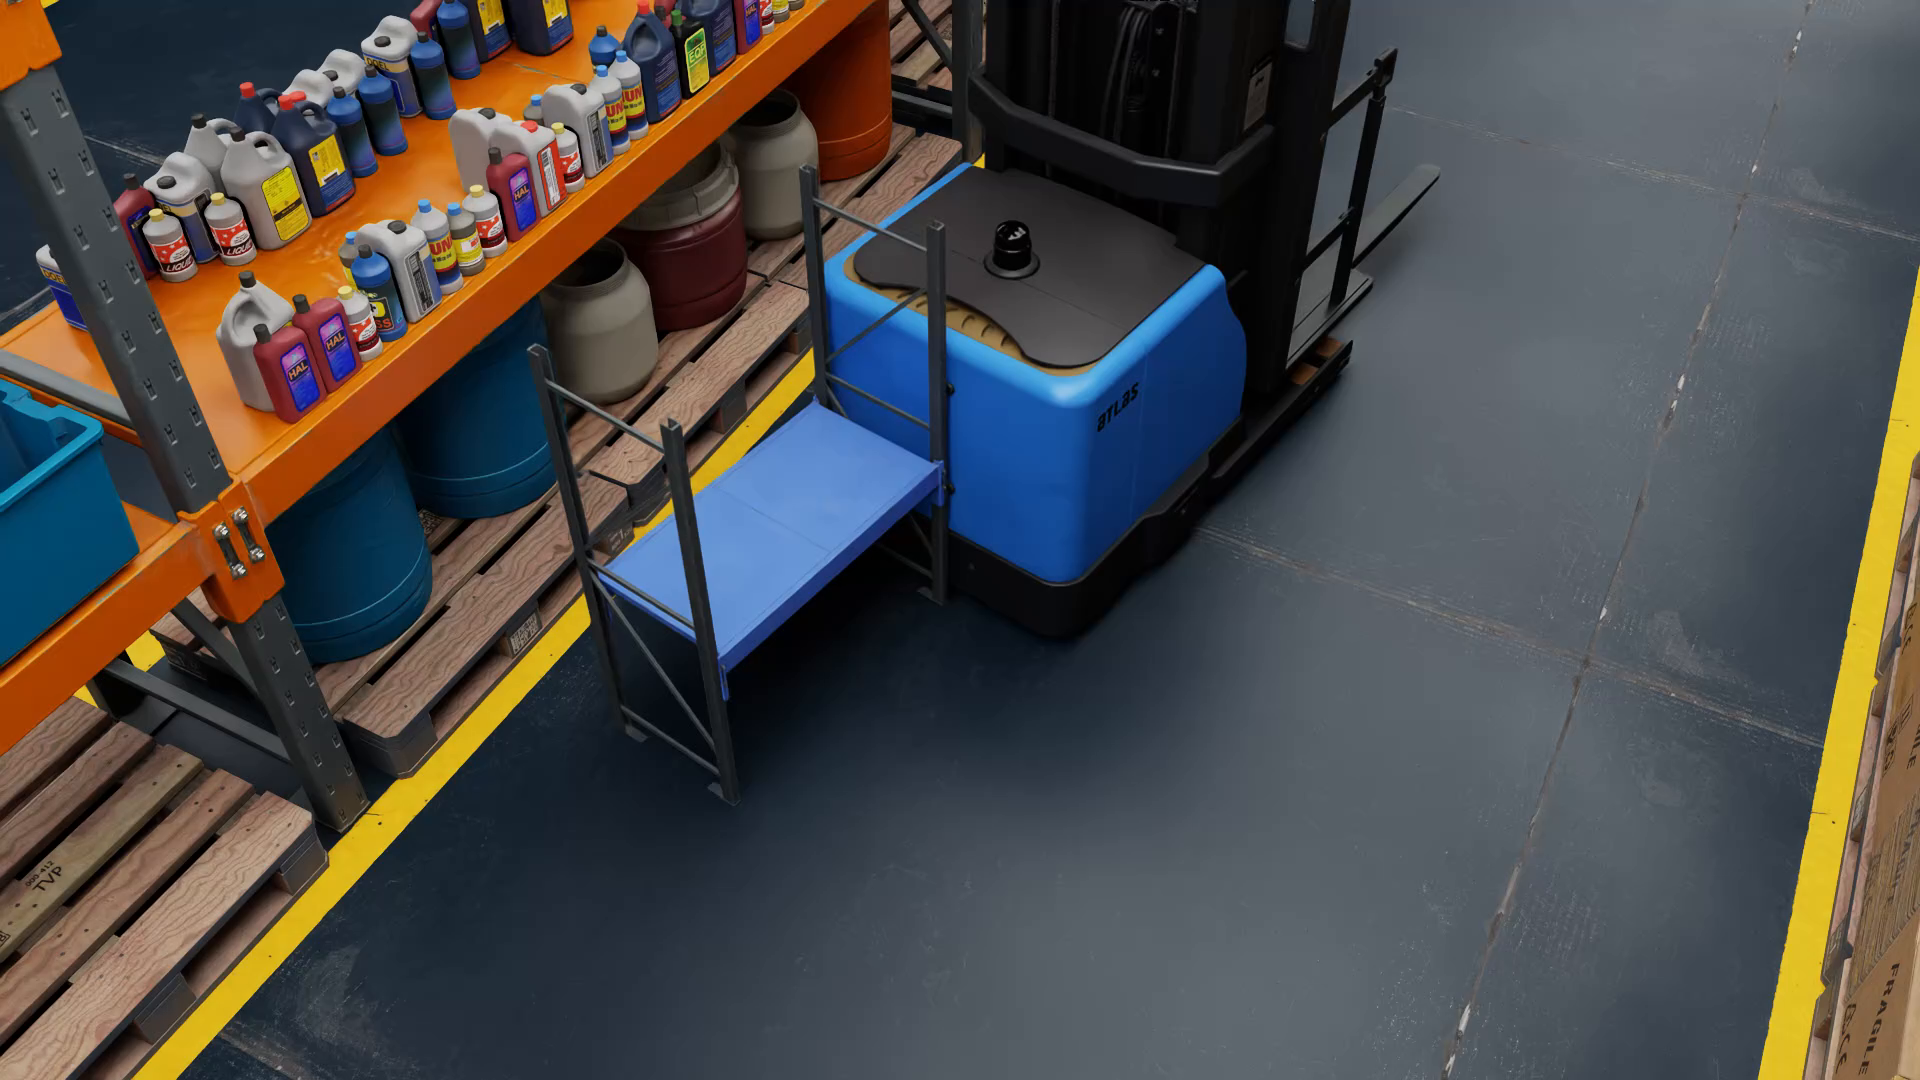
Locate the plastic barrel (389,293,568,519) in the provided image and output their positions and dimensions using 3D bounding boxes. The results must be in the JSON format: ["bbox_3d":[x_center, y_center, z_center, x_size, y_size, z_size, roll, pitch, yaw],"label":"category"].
[{"bbox_3d":[-1.633,-0.582,5.397,0.600,0.901,0.708,20,49,19],"label":"plastic barrel"}]

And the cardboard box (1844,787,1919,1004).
[{"bbox_3d":[2.602,0.943,4.158,0.500,0.500,0.500,21,49,20],"label":"cardboard box"}]

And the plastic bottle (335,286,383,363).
[{"bbox_3d":[-1.582,-0.572,4.346,0.097,0.201,0.097,0,45,0],"label":"plastic bottle"}]

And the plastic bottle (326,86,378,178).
[{"bbox_3d":[-1.810,-1.217,4.935,0.097,0.271,0.097,0,45,0],"label":"plastic bottle"}]

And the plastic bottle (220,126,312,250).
[{"bbox_3d":[-1.965,-1.011,4.675,0.144,0.351,0.185,20,49,19],"label":"plastic bottle"}]

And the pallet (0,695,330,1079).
[{"bbox_3d":[-2.536,1.067,4.547,1.003,0.211,1.213,20,49,19],"label":"pallet"}]

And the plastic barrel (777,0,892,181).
[{"bbox_3d":[-0.584,-1.980,6.829,0.600,0.830,0.708,20,49,19],"label":"plastic barrel"}]

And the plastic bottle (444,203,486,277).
[{"bbox_3d":[-1.384,-0.841,4.612,0.097,0.201,0.097,0,45,0],"label":"plastic bottle"}]

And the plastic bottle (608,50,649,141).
[{"bbox_3d":[-1.016,-1.365,5.080,0.097,0.271,0.097,0,45,0],"label":"plastic bottle"}]

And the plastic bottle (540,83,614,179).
[{"bbox_3d":[-1.139,-1.241,4.955,0.152,0.276,0.135,20,49,19],"label":"plastic bottle"}]

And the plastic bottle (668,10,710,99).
[{"bbox_3d":[-0.860,-1.552,5.257,0.061,0.283,0.133,20,49,19],"label":"plastic bottle"}]

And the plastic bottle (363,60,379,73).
[{"bbox_3d":[-1.837,-1.389,5.154,0.097,0.201,0.097,0,45,0],"label":"plastic bottle"}]

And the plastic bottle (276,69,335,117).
[{"bbox_3d":[-1.929,-1.249,4.962,0.152,0.276,0.135,20,49,19],"label":"plastic bottle"}]

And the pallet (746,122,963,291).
[{"bbox_3d":[-0.701,-1.418,7.004,1.003,0.211,1.213,20,49,19],"label":"pallet"}]

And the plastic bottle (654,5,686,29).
[{"bbox_3d":[-0.914,-1.572,5.277,0.061,0.283,0.133,20,49,19],"label":"plastic bottle"}]

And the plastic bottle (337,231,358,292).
[{"bbox_3d":[-1.626,-0.745,4.517,0.097,0.201,0.097,0,45,0],"label":"plastic bottle"}]

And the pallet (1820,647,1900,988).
[{"bbox_3d":[3.066,0.932,4.680,1.003,0.211,1.213,20,49,19],"label":"pallet"}]

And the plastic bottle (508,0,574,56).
[{"bbox_3d":[-1.384,-1.788,5.442,0.144,0.351,0.185,20,49,19],"label":"plastic bottle"}]

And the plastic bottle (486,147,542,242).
[{"bbox_3d":[-1.269,-0.998,4.709,0.061,0.283,0.133,20,49,19],"label":"plastic bottle"}]

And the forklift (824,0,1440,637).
[{"bbox_3d":[0.833,-1.720,5.389,1.130,2.935,3.031,28,52,25],"label":"forklift"}]

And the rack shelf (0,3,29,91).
[{"bbox_3d":[-3.158,0.069,1.970,1.077,0.370,4.000,20,49,19],"label":"rack shelf"}]

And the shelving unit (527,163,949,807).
[{"bbox_3d":[-0.555,-0.133,4.827,0.538,1.500,1.048,28,52,25],"label":"shelving unit"}]

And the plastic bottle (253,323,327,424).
[{"bbox_3d":[-1.681,-0.438,4.156,0.061,0.283,0.133,20,49,19],"label":"plastic bottle"}]

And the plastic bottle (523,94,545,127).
[{"bbox_3d":[-1.258,-1.244,5.010,0.097,0.201,0.097,0,45,0],"label":"plastic bottle"}]

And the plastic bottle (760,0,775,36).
[{"bbox_3d":[-0.675,-1.802,5.562,0.097,0.201,0.097,0,45,0],"label":"plastic bottle"}]

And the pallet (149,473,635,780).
[{"bbox_3d":[-1.834,0.119,5.484,1.003,0.211,1.213,20,49,19],"label":"pallet"}]

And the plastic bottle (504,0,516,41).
[{"bbox_3d":[-1.503,-1.826,5.533,0.152,0.276,0.135,20,49,19],"label":"plastic bottle"}]

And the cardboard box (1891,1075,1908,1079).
[{"bbox_3d":[2.132,1.567,3.540,0.500,0.500,0.500,20,49,19],"label":"cardboard box"}]

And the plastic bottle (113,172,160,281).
[{"bbox_3d":[-2.265,-0.864,4.577,0.061,0.283,0.133,20,49,19],"label":"plastic bottle"}]

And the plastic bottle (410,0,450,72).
[{"bbox_3d":[-1.692,-1.643,5.347,0.061,0.283,0.133,20,49,19],"label":"plastic bottle"}]

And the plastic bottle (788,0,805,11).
[{"bbox_3d":[-0.585,-1.925,5.683,0.097,0.201,0.097,0,45,0],"label":"plastic bottle"}]

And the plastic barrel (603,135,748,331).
[{"bbox_3d":[-1.109,-1.184,6.211,0.600,0.588,0.708,20,49,19],"label":"plastic barrel"}]

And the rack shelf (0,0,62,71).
[{"bbox_3d":[-1.301,-2.451,4.460,1.077,0.370,4.000,20,49,19],"label":"rack shelf"}]

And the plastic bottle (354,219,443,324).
[{"bbox_3d":[-1.507,-0.742,4.462,0.152,0.276,0.135,20,49,19],"label":"plastic bottle"}]

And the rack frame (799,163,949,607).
[{"bbox_3d":[-0.247,-0.420,5.111,0.500,1.500,0.032,28,52,25],"label":"rack frame"}]

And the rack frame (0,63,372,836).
[{"bbox_3d":[-2.229,-0.389,4.026,1.000,3.000,0.127,20,49,19],"label":"rack frame"}]

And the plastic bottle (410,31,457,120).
[{"bbox_3d":[-1.640,-1.448,5.163,0.097,0.271,0.097,0,45,0],"label":"plastic bottle"}]

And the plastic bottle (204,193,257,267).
[{"bbox_3d":[-2.044,-0.875,4.646,0.097,0.201,0.097,0,45,0],"label":"plastic bottle"}]

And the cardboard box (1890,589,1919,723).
[{"bbox_3d":[3.074,0.291,4.802,0.500,0.500,0.500,20,49,19],"label":"cardboard box"}]

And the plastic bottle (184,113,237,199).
[{"bbox_3d":[-2.092,-1.059,4.722,0.144,0.351,0.185,20,49,19],"label":"plastic bottle"}]

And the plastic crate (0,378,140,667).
[{"bbox_3d":[-2.144,0.002,3.608,0.392,0.384,0.575,20,49,19],"label":"plastic crate"}]
